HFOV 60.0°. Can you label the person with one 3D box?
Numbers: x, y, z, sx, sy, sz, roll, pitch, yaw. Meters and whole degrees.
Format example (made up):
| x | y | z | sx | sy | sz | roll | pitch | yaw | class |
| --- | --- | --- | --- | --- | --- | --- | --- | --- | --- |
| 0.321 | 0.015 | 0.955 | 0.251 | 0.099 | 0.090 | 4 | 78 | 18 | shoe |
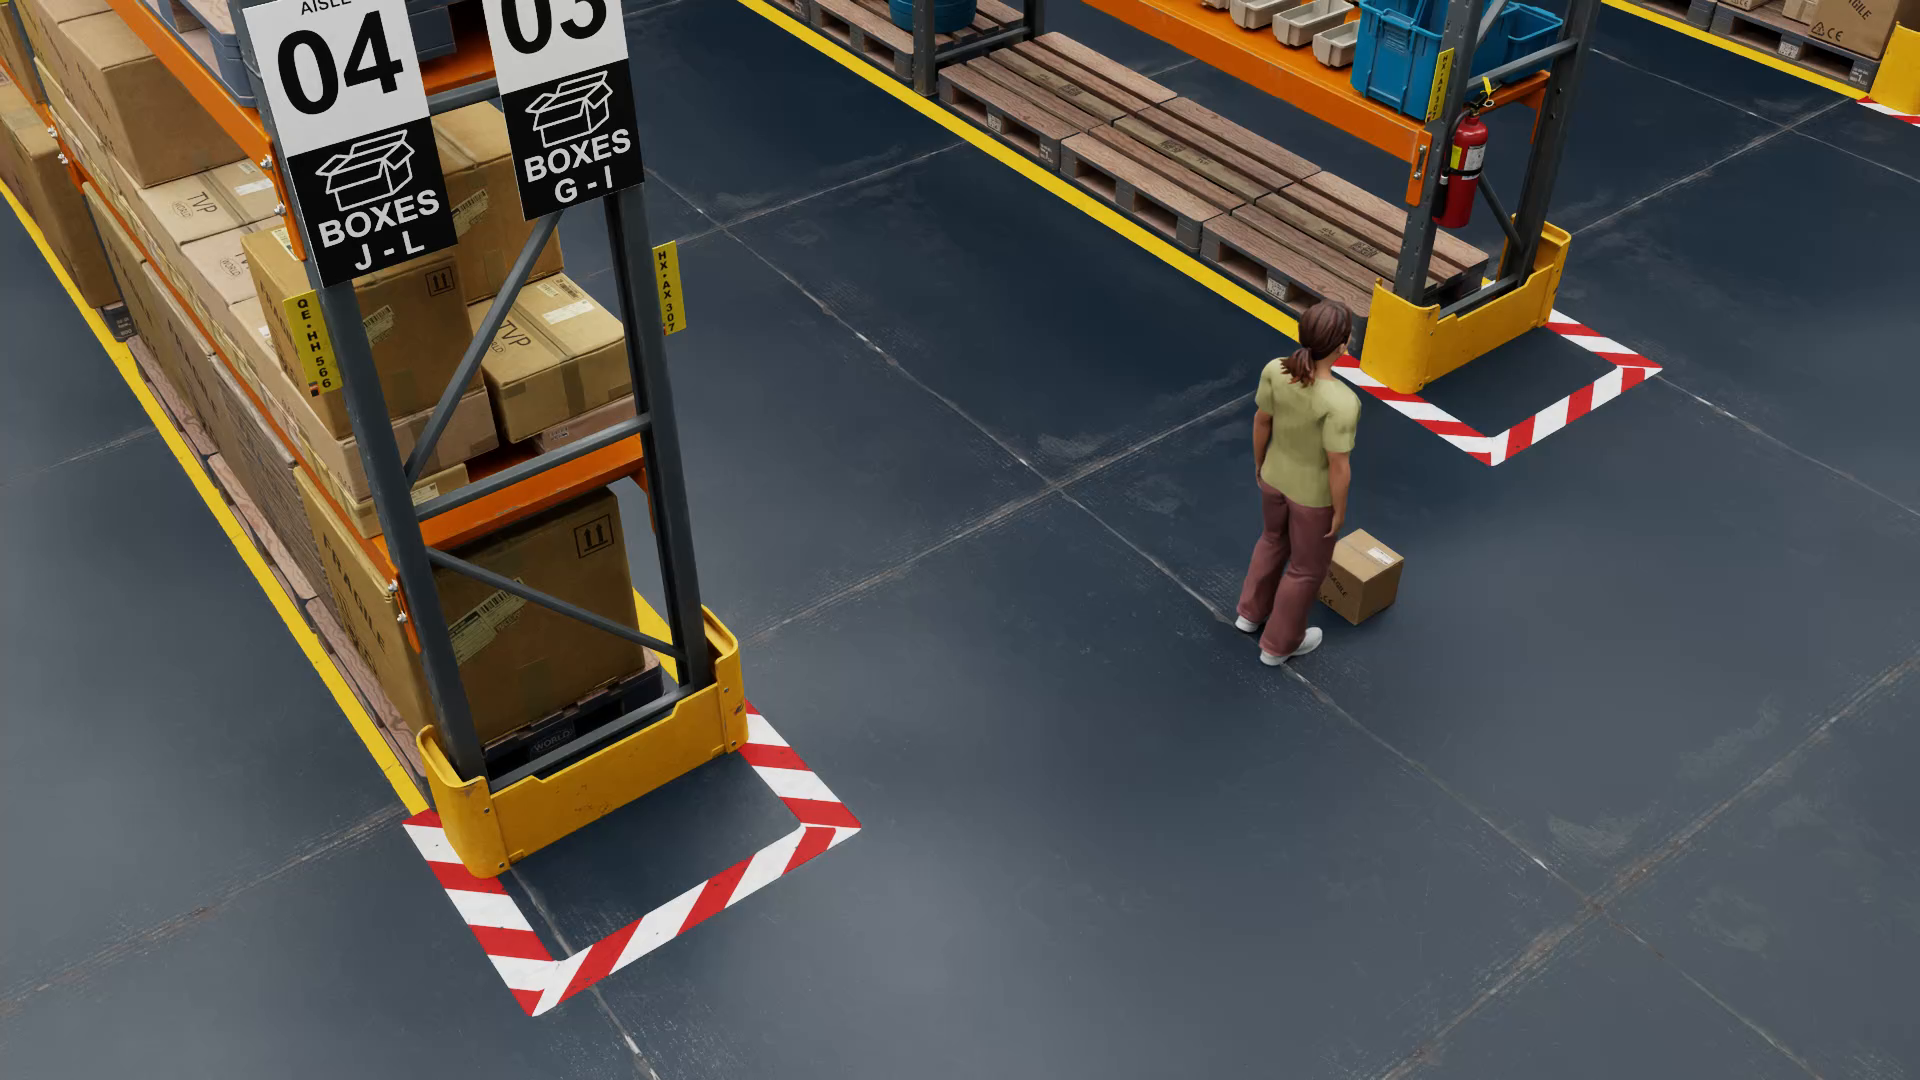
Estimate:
| x | y | z | sx | sy | sz | roll | pitch | yaw | class |
| --- | --- | --- | --- | --- | --- | --- | --- | --- | --- |
| 1.331 | -0.192 | 6.415 | 0.413 | 1.707 | 0.455 | -27 | 47 | -28 | person |
